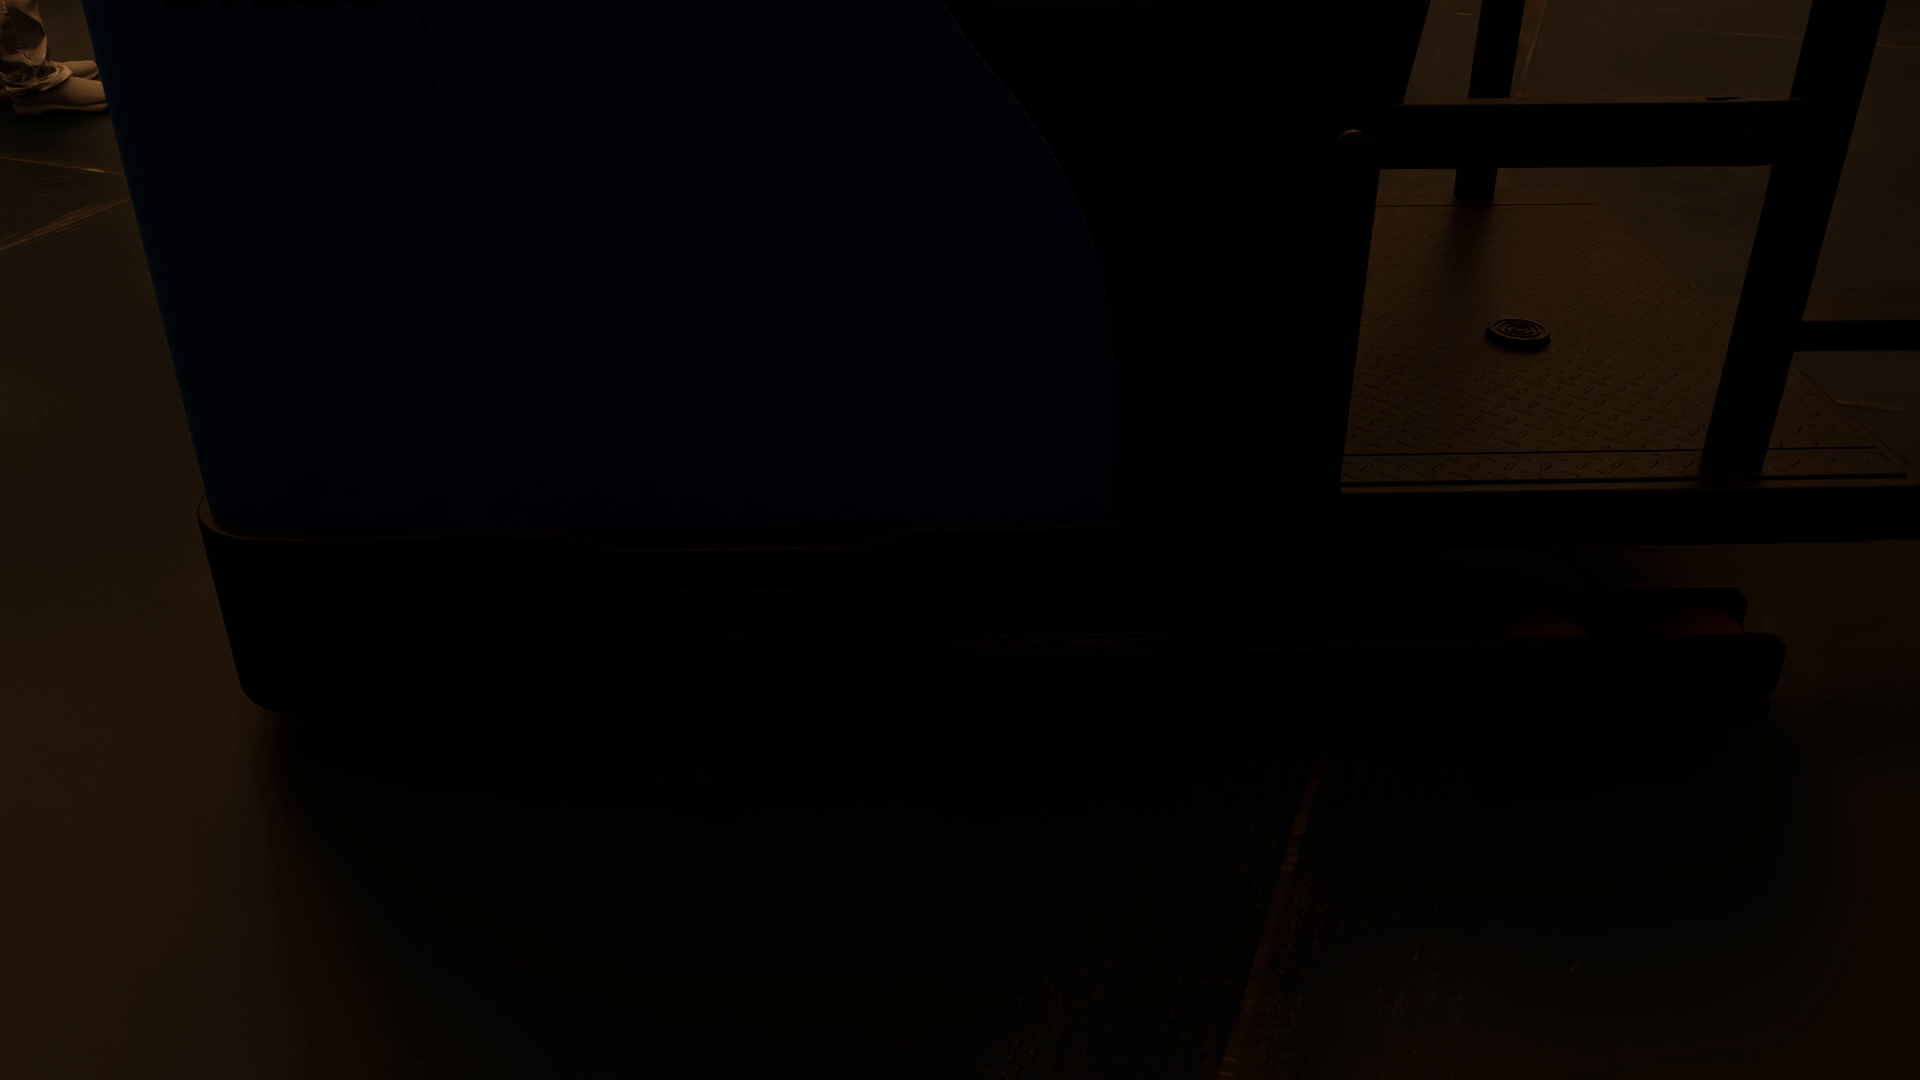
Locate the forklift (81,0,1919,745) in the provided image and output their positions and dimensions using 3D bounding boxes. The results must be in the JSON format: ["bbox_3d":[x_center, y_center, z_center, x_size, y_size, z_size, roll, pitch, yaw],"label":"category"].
[{"bbox_3d":[0.608,-1.285,1.795,3.031,2.935,1.130,-1,30,-2],"label":"forklift"}]

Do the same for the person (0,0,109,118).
[{"bbox_3d":[-2.573,-2.023,4.259,0.374,1.790,0.539,-20,35,-31],"label":"person"}]
